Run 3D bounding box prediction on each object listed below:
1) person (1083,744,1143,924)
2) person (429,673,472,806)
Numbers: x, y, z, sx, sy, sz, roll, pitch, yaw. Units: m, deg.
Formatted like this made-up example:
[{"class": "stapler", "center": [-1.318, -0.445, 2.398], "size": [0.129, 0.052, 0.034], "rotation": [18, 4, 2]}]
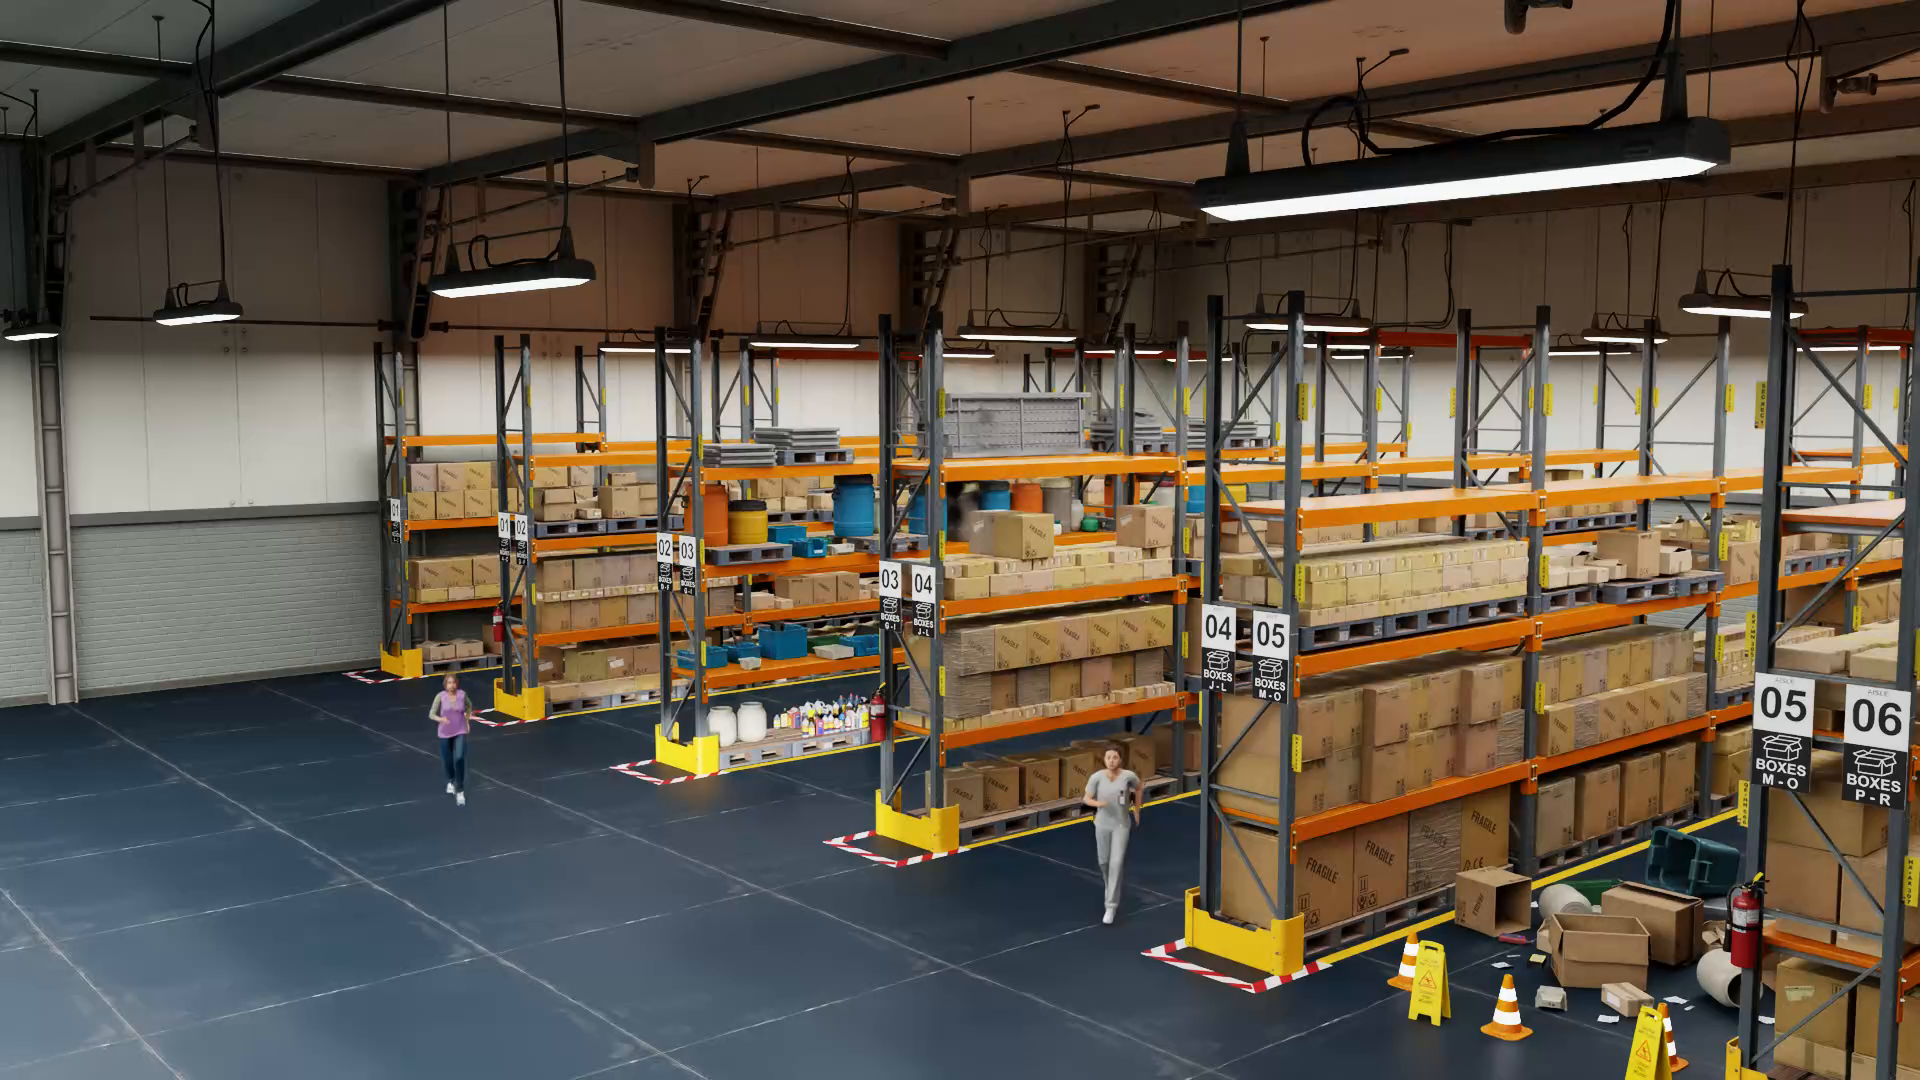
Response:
[{"class": "person", "center": [1.499, 2.918, 16.343], "size": [0.560, 1.456, 0.969], "rotation": [1, 5, 11]}, {"class": "person", "center": [-6.380, 2.475, 20.860], "size": [0.524, 1.639, 0.729], "rotation": [-2, 5, -17]}]
